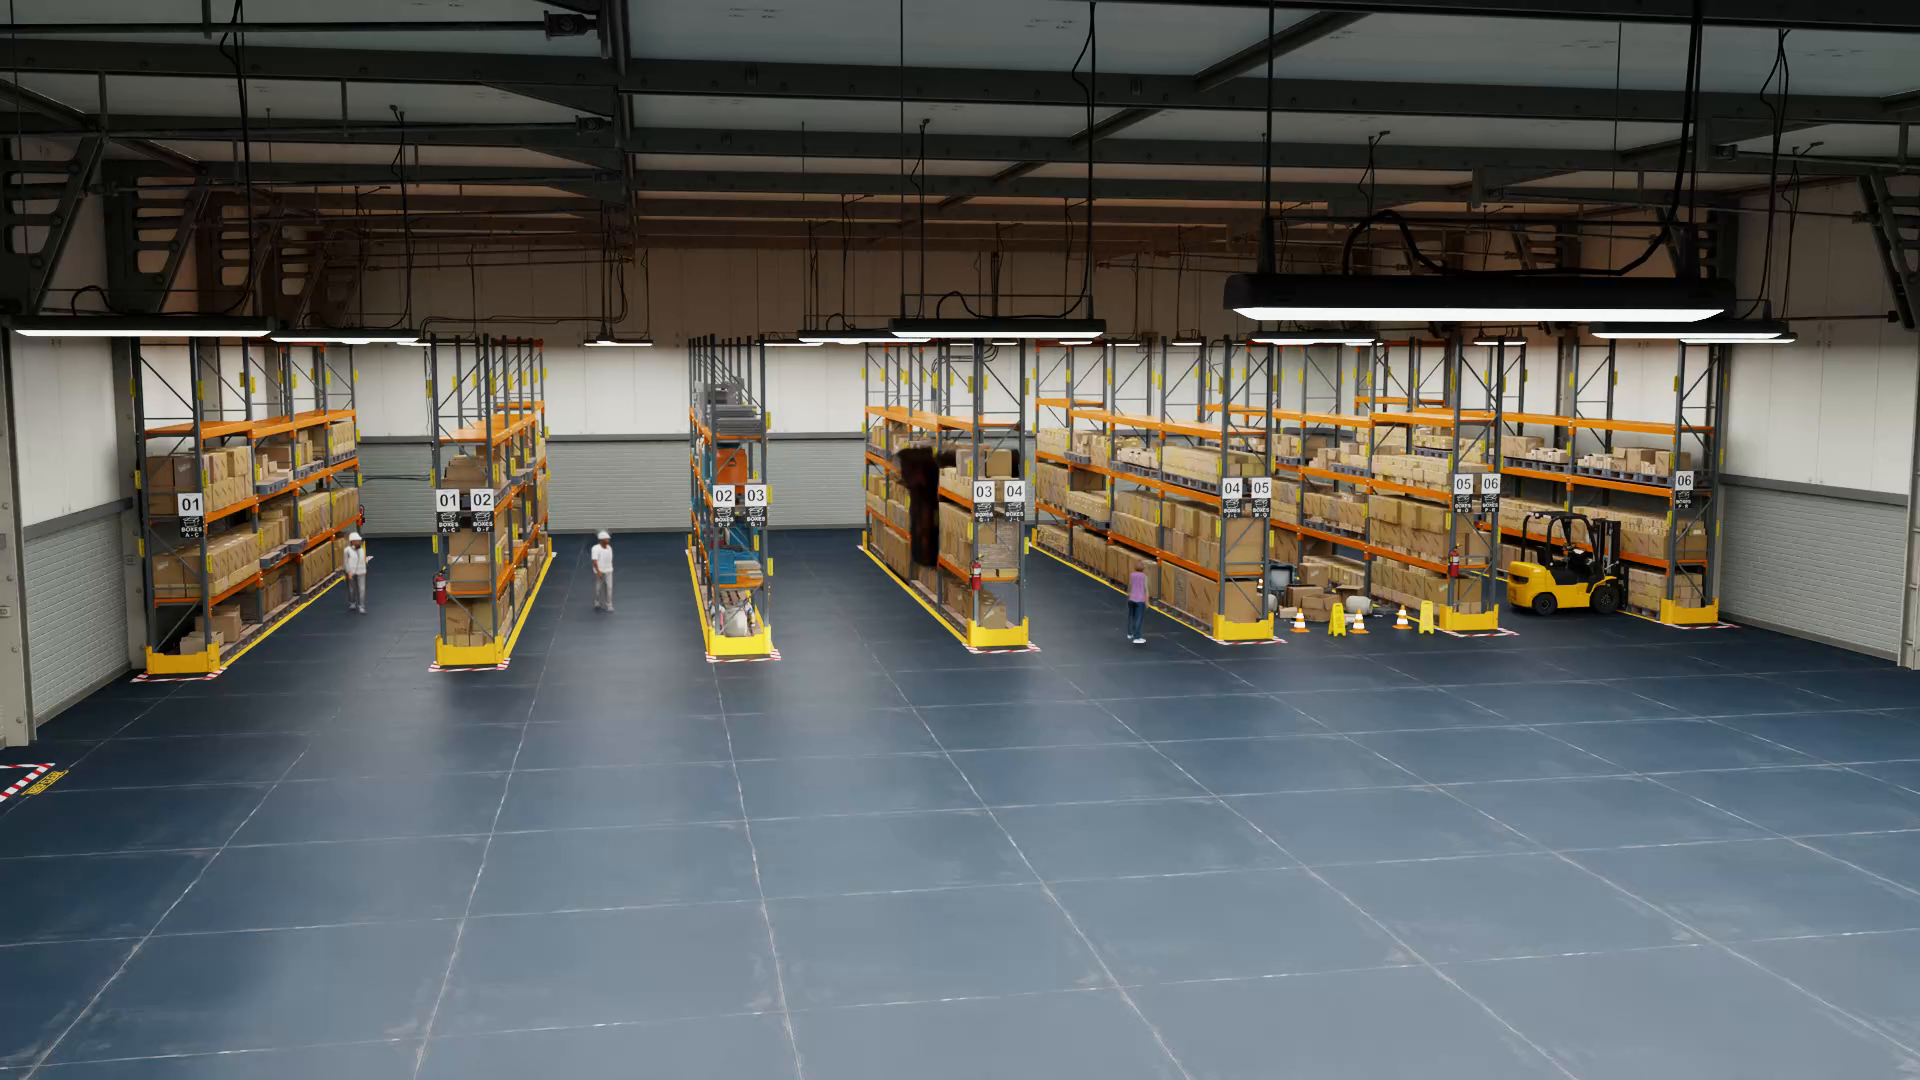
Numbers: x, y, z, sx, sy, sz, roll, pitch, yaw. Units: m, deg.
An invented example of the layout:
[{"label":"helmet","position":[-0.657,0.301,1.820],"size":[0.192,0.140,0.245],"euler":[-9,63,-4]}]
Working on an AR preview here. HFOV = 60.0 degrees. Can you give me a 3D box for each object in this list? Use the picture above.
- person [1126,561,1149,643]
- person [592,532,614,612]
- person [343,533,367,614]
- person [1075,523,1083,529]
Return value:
[{"label":"person","position":[3.483,1.211,32.486],"size":[0.493,1.599,0.355],"euler":[4,8,30]},{"label":"person","position":[-7.842,0.691,36.486],"size":[0.477,1.721,1.028],"euler":[-2,7,-19]},{"label":"person","position":[-13.162,0.724,36.184],"size":[0.469,1.736,1.006],"euler":[-2,7,-18]},{"label":"person","position":[3.594,-0.927,50.718],"size":[0.478,1.700,0.435],"euler":[-3,7,-28]}]
